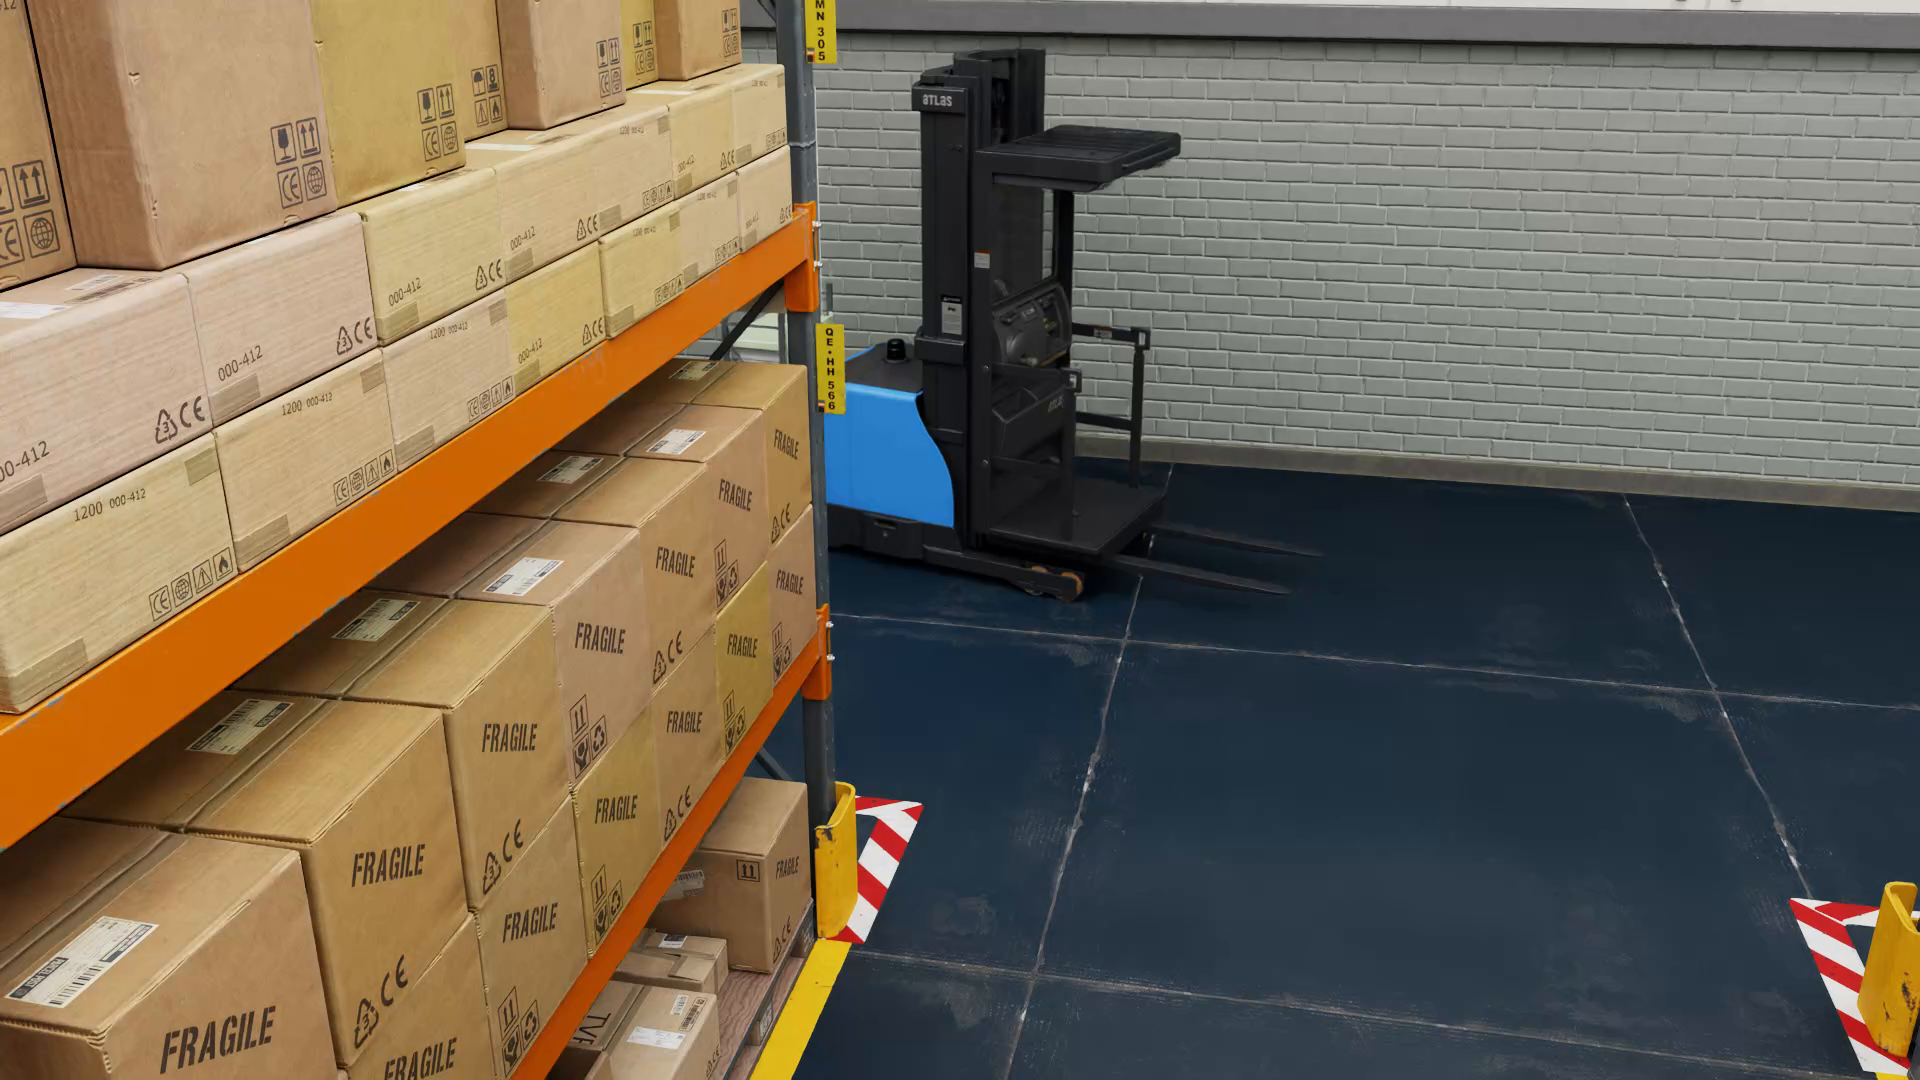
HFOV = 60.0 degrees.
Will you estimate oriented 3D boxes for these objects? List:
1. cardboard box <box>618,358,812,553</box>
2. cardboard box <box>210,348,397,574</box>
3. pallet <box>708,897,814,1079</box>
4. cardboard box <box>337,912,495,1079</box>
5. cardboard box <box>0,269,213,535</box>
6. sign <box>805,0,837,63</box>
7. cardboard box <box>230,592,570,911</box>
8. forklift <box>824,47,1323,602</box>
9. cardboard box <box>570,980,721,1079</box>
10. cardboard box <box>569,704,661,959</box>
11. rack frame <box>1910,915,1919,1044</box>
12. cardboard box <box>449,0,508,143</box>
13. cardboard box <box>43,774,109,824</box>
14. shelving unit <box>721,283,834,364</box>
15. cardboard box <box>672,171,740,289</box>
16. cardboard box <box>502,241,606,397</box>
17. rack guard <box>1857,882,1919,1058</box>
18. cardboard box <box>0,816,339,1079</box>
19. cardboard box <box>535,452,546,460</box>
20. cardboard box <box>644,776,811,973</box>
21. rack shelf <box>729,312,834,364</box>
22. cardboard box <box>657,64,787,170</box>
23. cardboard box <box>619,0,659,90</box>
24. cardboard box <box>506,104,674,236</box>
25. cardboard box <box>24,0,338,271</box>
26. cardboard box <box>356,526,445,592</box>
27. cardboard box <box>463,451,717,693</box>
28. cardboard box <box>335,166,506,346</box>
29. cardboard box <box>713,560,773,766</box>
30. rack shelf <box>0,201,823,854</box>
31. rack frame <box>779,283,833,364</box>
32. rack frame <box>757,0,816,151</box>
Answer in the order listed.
[{"bbox_3d":[-0.815,-0.294,5.595,0.500,0.500,0.500,4,22,10],"label":"cardboard box"},{"bbox_3d":[-1.362,-0.168,2.940,0.500,0.250,0.500,4,22,11],"label":"cardboard box"},{"bbox_3d":[-1.171,1.646,5.985,1.003,0.211,1.213,4,22,11],"label":"pallet"},{"bbox_3d":[-1.338,1.096,3.483,0.500,0.500,0.500,5,22,12],"label":"cardboard box"},{"bbox_3d":[-1.468,-0.217,2.393,0.500,0.250,0.500,4,22,11],"label":"cardboard box"},{"bbox_3d":[-0.455,-1.720,5.408,0.100,0.325,0.005,4,22,11],"label":"sign"},{"bbox_3d":[-1.228,0.458,3.729,0.500,0.500,0.500,4,22,9],"label":"cardboard box"},{"bbox_3d":[0.599,-1.234,9.494,3.031,2.935,1.130,11,25,26],"label":"forklift"},{"bbox_3d":[-1.087,1.667,5.291,0.500,0.250,0.500,4,22,11],"label":"cardboard box"},{"bbox_3d":[-1.131,0.727,4.398,0.500,0.500,0.500,4,22,10],"label":"cardboard box"},{"bbox_3d":[3.855,0.412,5.316,1.000,3.000,0.127,4,22,11],"label":"rack frame"},{"bbox_3d":[-1.458,-1.136,3.673,0.700,0.500,0.500,4,22,11],"label":"cardboard box"},{"bbox_3d":[-1.858,0.593,3.393,0.500,0.500,0.500,4,22,10],"label":"cardboard box"},{"bbox_3d":[-1.097,-0.782,10.289,0.431,1.500,0.755,7,23,17],"label":"shelving unit"},{"bbox_3d":[-0.953,-0.899,4.756,0.500,0.250,0.500,4,22,11],"label":"cardboard box"},{"bbox_3d":[-1.160,-0.533,3.848,0.500,0.250,0.500,4,22,11],"label":"cardboard box"},{"bbox_3d":[3.847,1.562,5.807,1.175,0.500,0.348,4,22,11],"label":"rack guard"},{"bbox_3d":[-1.438,0.835,2.794,0.500,0.500,0.500,5,22,12],"label":"cardboard box"},{"bbox_3d":[-1.442,-0.143,5.222,0.500,0.500,0.500,5,22,11],"label":"cardboard box"},{"bbox_3d":[-0.864,1.206,6.101,0.500,0.500,0.500,4,22,11],"label":"cardboard box"},{"bbox_3d":[-1.097,-1.144,10.143,0.431,0.370,0.720,7,23,17],"label":"rack shelf"},{"bbox_3d":[-0.849,-1.314,5.116,0.500,0.250,0.500,4,22,11],"label":"cardboard box"},{"bbox_3d":[-1.267,-1.503,4.583,0.700,0.500,0.500,4,22,11],"label":"cardboard box"},{"bbox_3d":[-1.056,-0.948,4.209,0.500,0.250,0.500,4,22,11],"label":"cardboard box"},{"bbox_3d":[-1.507,-0.759,2.735,0.700,0.500,0.500,4,22,11],"label":"cardboard box"},{"bbox_3d":[-1.651,0.225,4.307,0.500,0.500,0.500,4,22,10],"label":"cardboard box"},{"bbox_3d":[-1.019,0.081,4.664,0.500,0.500,0.500,5,22,12],"label":"cardboard box"},{"bbox_3d":[-1.254,-0.582,3.299,0.500,0.250,0.500,4,22,11],"label":"cardboard box"},{"bbox_3d":[-0.921,0.361,5.308,0.500,0.500,0.500,5,22,11],"label":"cardboard box"},{"bbox_3d":[-1.402,-0.293,4.015,1.077,0.370,4.000,4,22,11],"label":"rack shelf"},{"bbox_3d":[-0.983,-0.912,10.611,0.400,1.500,0.023,7,23,17],"label":"rack frame"},{"bbox_3d":[-0.994,-2.750,5.136,1.000,3.000,0.127,4,22,11],"label":"rack frame"}]
